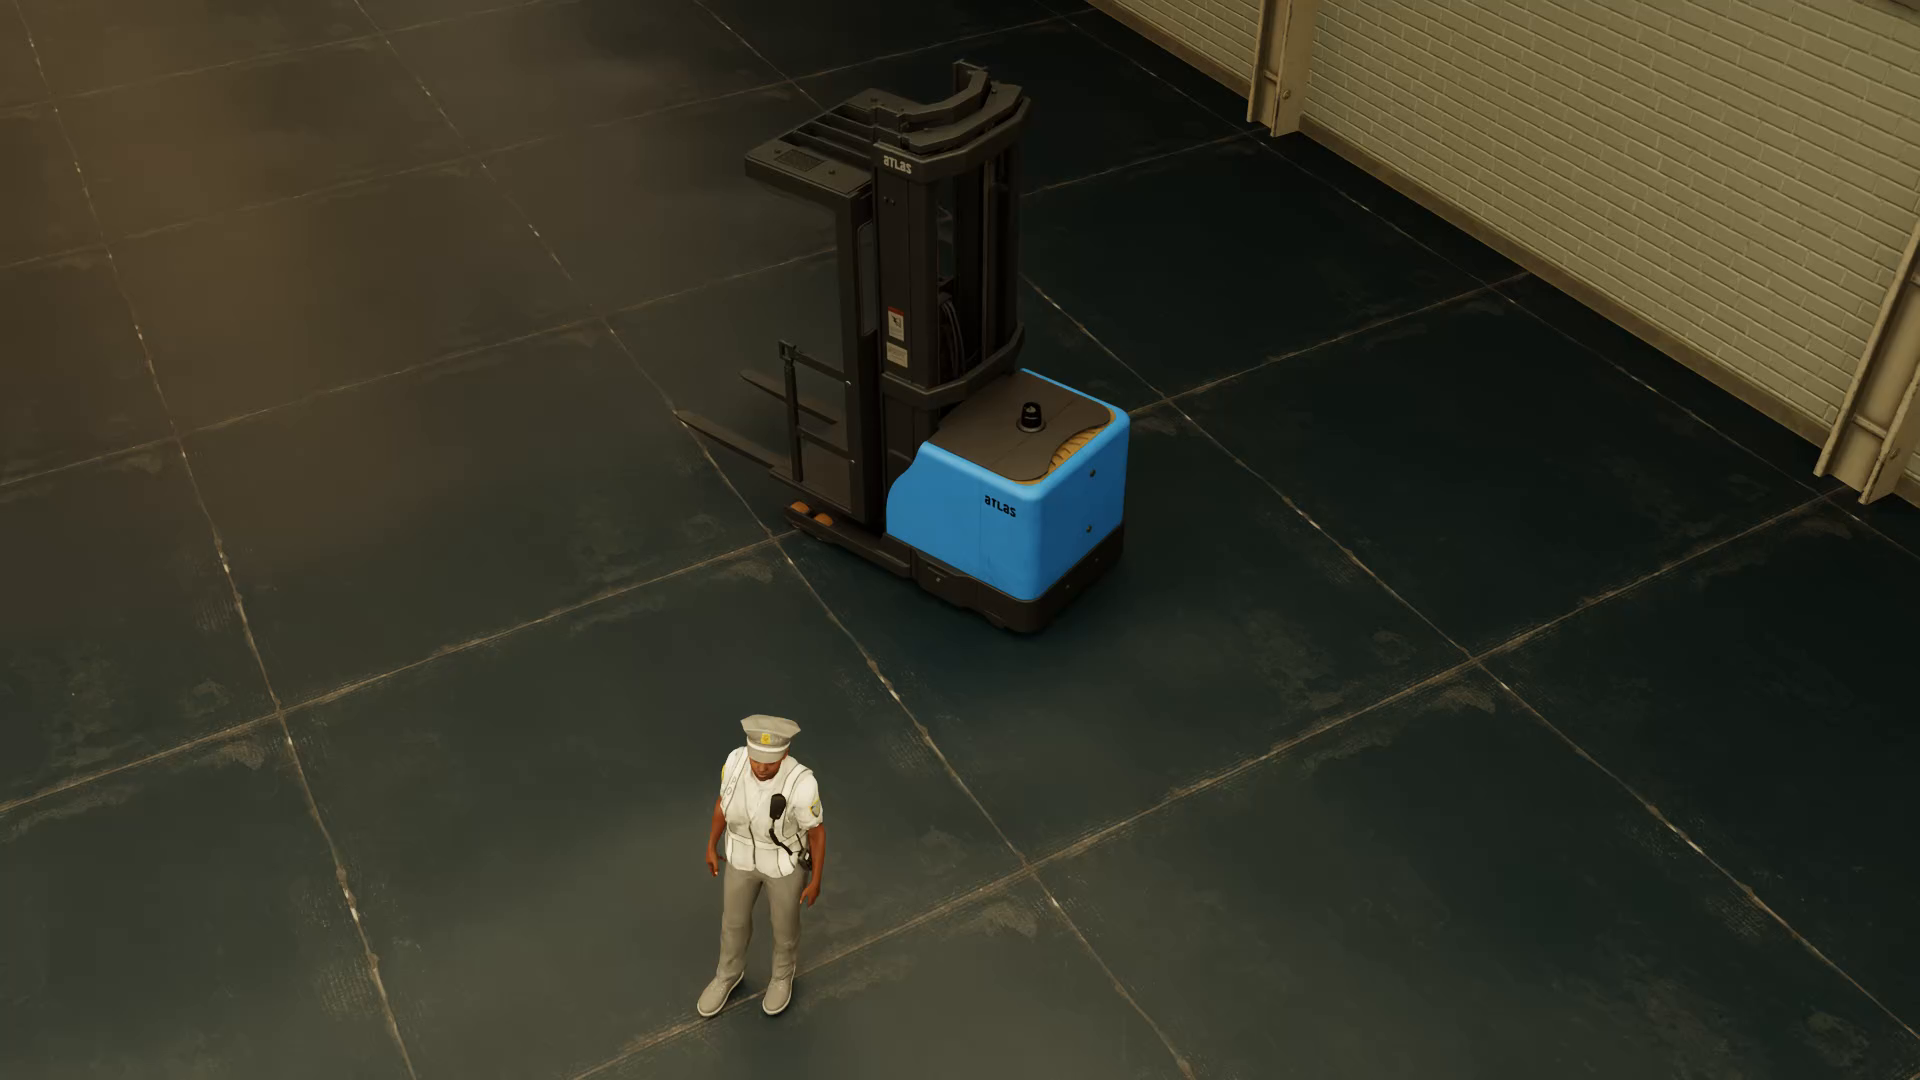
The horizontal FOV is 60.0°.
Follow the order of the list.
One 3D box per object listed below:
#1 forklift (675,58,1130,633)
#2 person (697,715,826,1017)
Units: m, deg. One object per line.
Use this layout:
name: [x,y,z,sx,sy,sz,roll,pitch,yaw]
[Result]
forklift: [-0.481,-1.366,9.683,3.031,2.935,1.130,26,46,28]
person: [-0.880,1.439,7.258,0.569,1.694,0.530,13,41,15]
